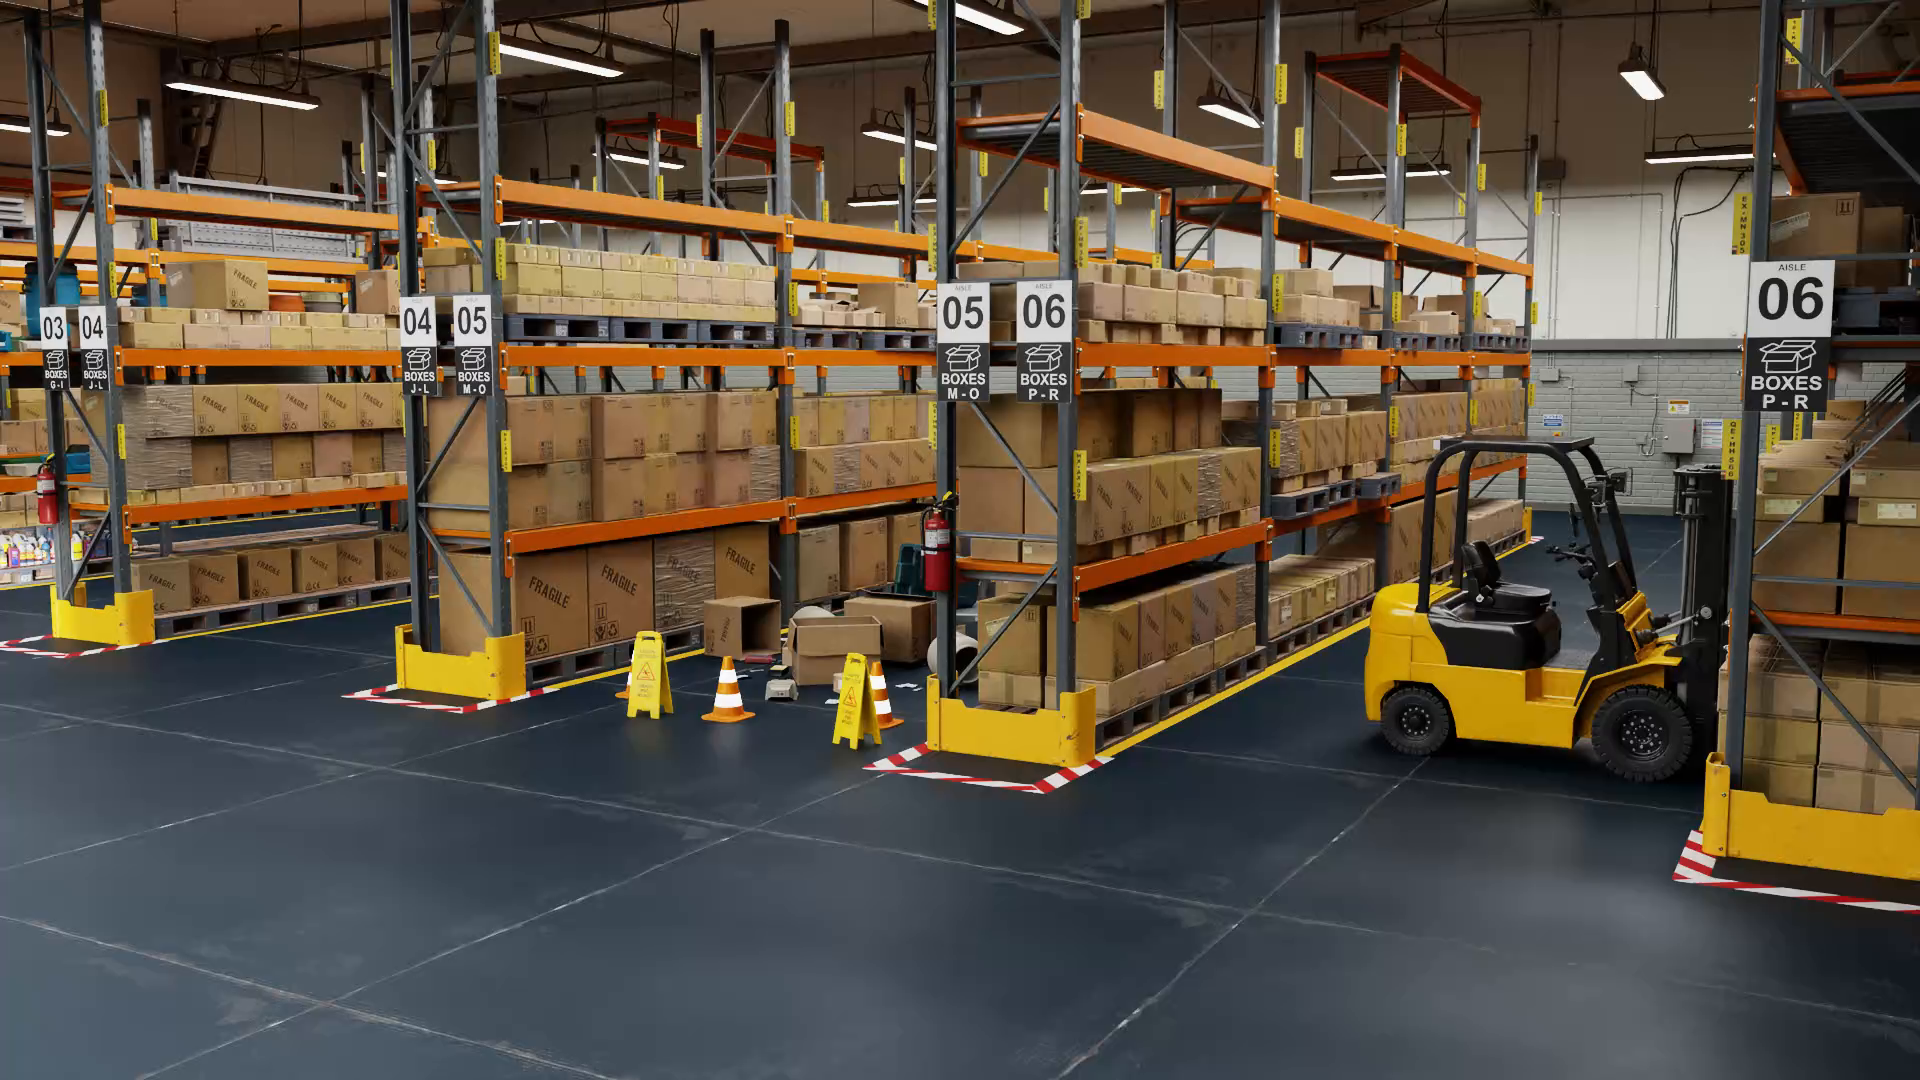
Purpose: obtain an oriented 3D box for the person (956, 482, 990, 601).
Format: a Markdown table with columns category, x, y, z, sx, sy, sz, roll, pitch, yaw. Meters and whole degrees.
| category | x | y | z | sx | sy | sz | roll | pitch | yaw |
| --- | --- | --- | --- | --- | --- | --- | --- | --- | --- |
| person | 0.210 | -0.092 | 18.303 | 0.441 | 1.656 | 0.499 | 3 | 7 | 28 |
